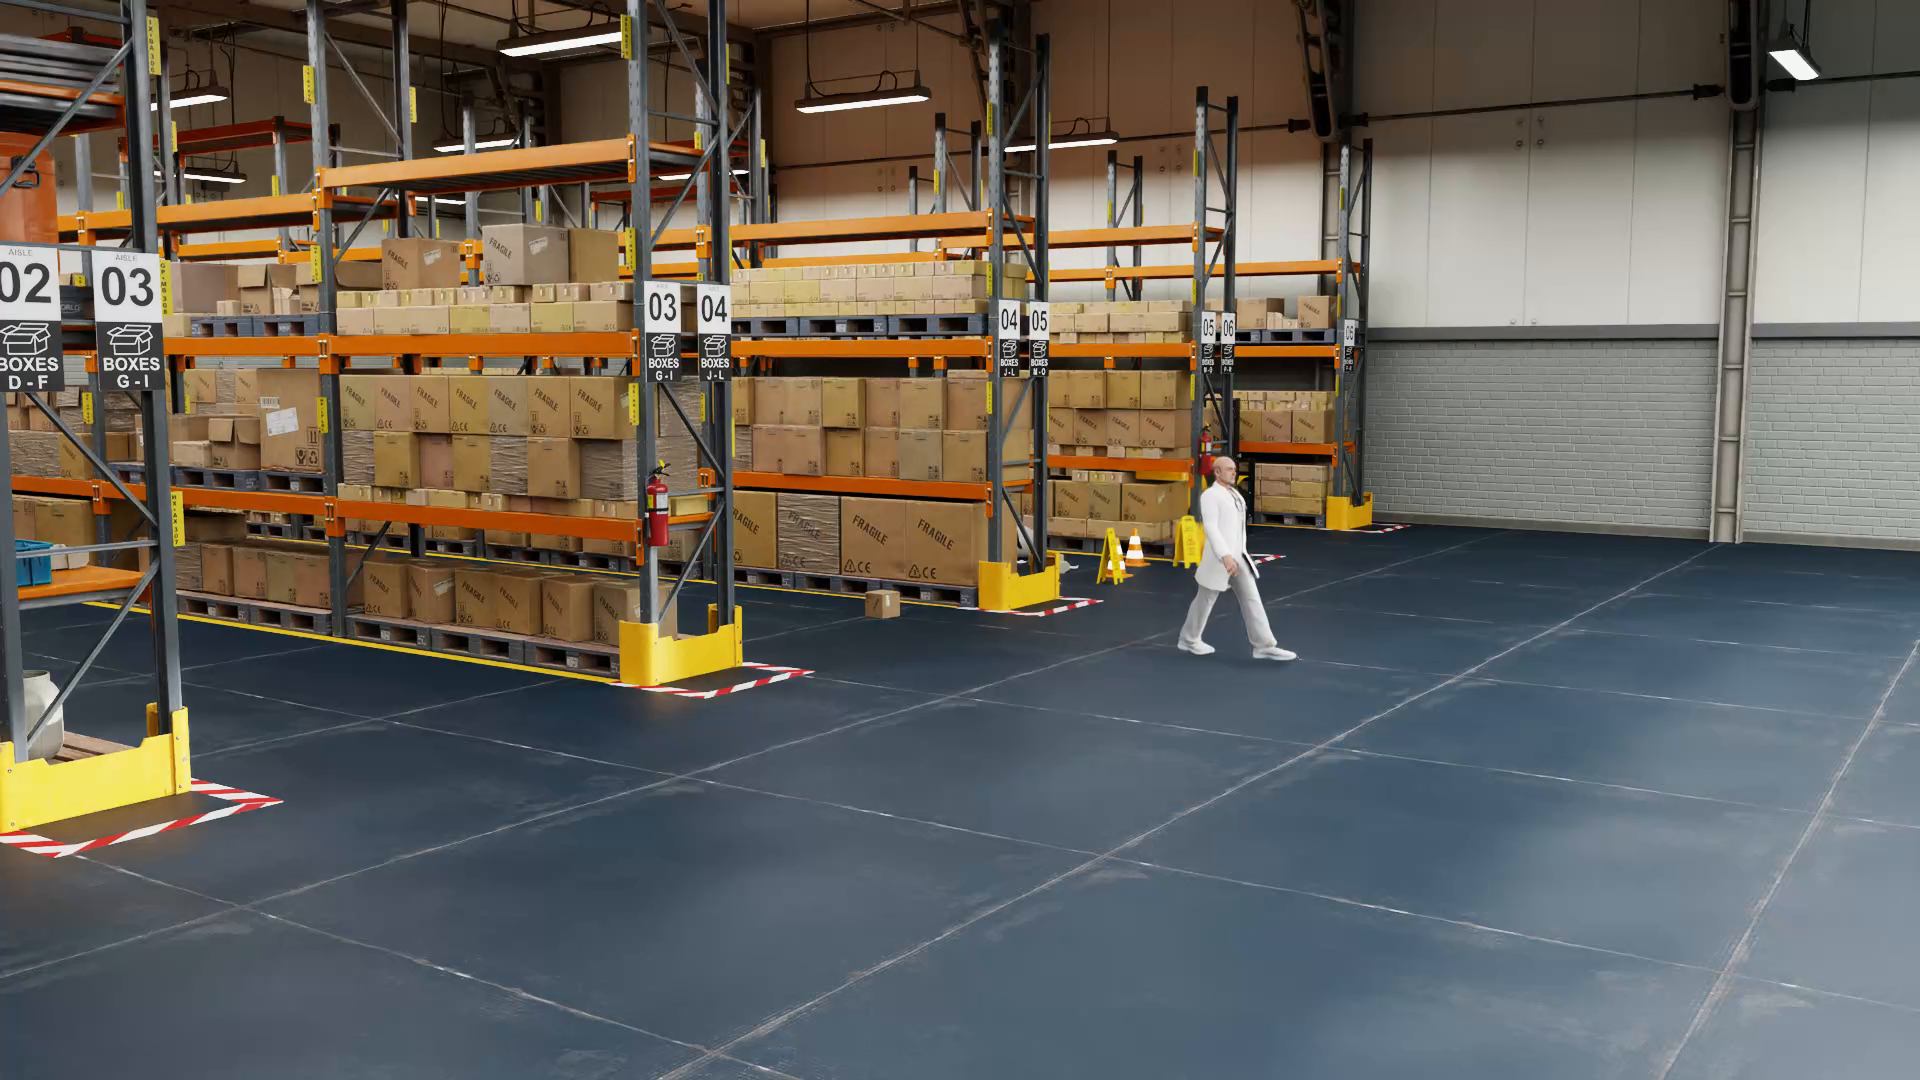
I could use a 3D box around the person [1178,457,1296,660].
[{"bbox_3d":[2.336,0.154,14.219,1.071,1.723,0.622,6,8,43],"label":"person"}]
